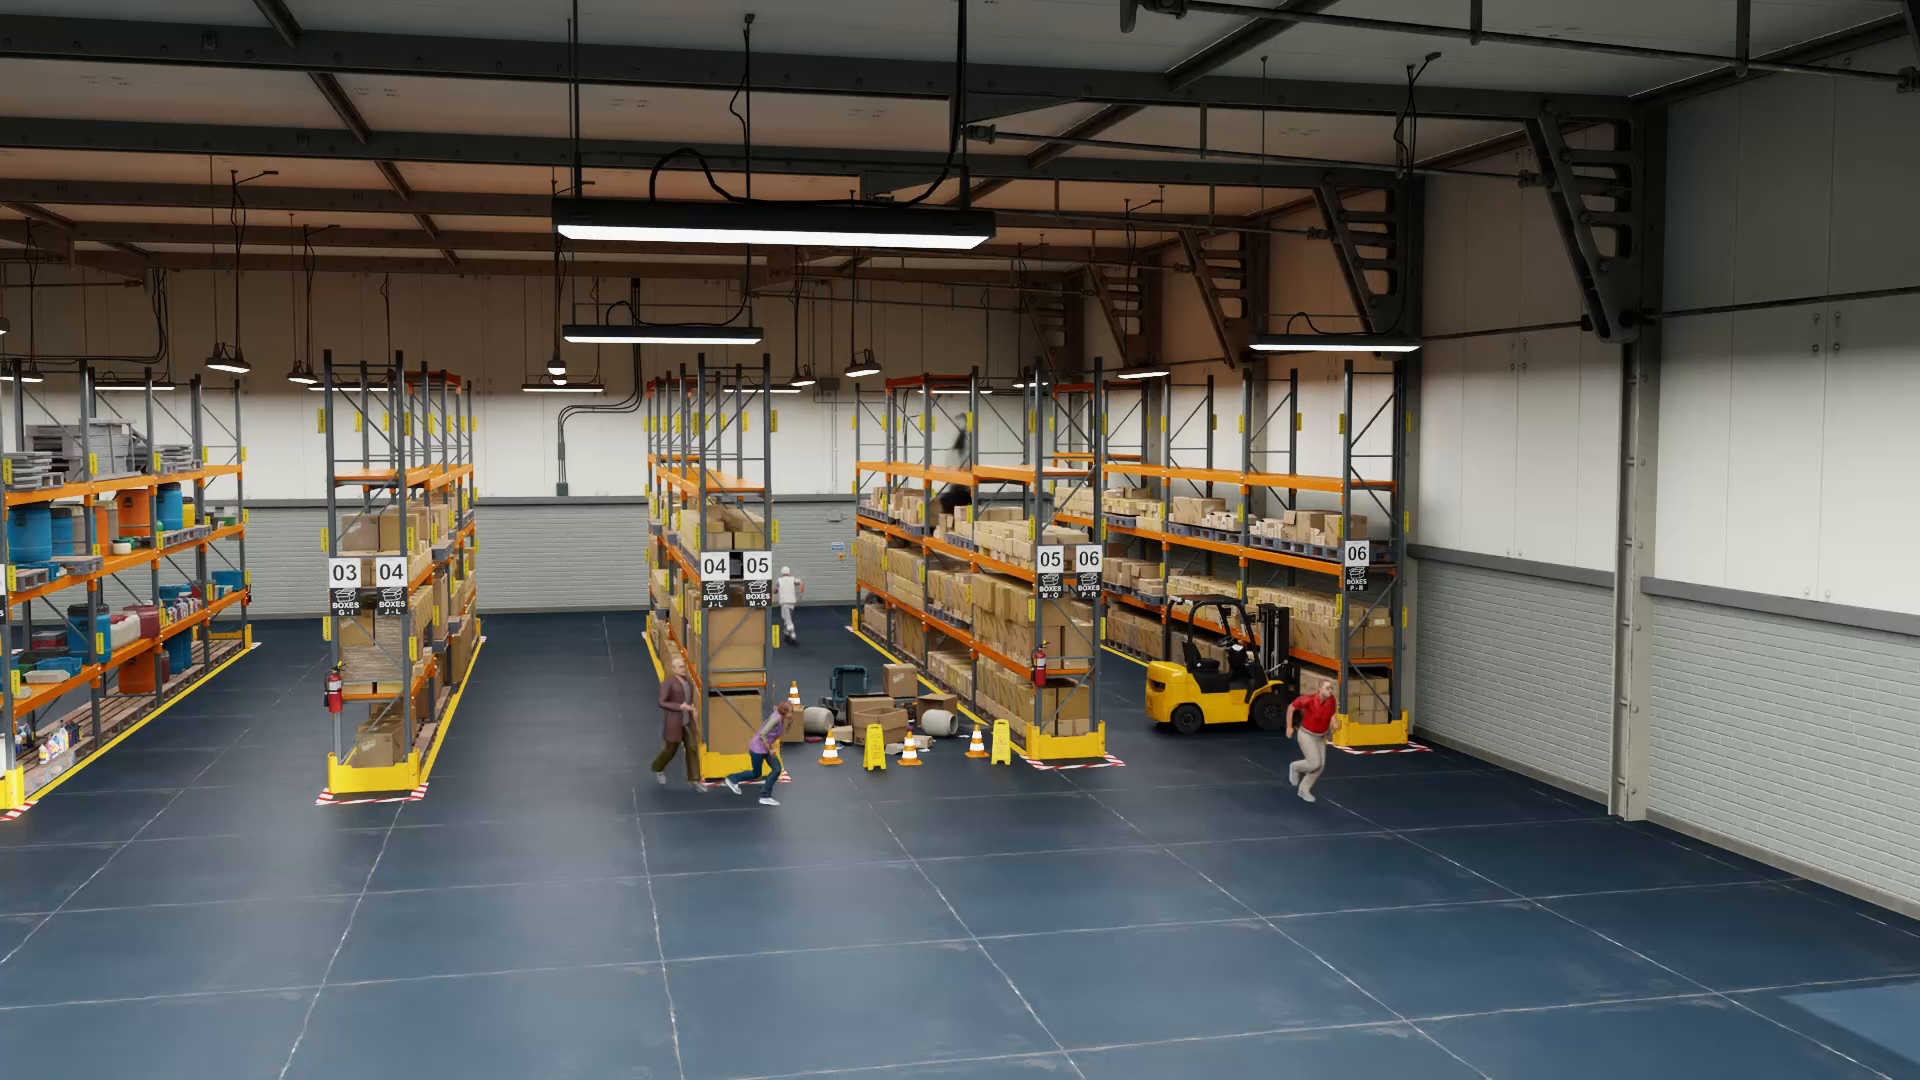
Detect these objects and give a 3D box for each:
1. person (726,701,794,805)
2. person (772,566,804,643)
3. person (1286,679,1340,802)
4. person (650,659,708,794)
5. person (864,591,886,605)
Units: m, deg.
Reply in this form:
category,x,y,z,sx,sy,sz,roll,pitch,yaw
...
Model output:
category,x,y,z,sx,sy,sz,roll,pitch,yaw
person,-2.654,2.796,21.920,1.011,1.411,0.537,1,4,17
person,-3.900,1.504,37.771,0.649,1.782,0.972,-2,4,-26
person,4.717,2.655,22.106,0.652,1.655,0.748,-3,5,-34
person,-3.867,2.520,22.761,1.008,1.815,0.726,3,5,38
person,-2.113,1.253,41.721,0.723,1.758,0.714,1,4,15
